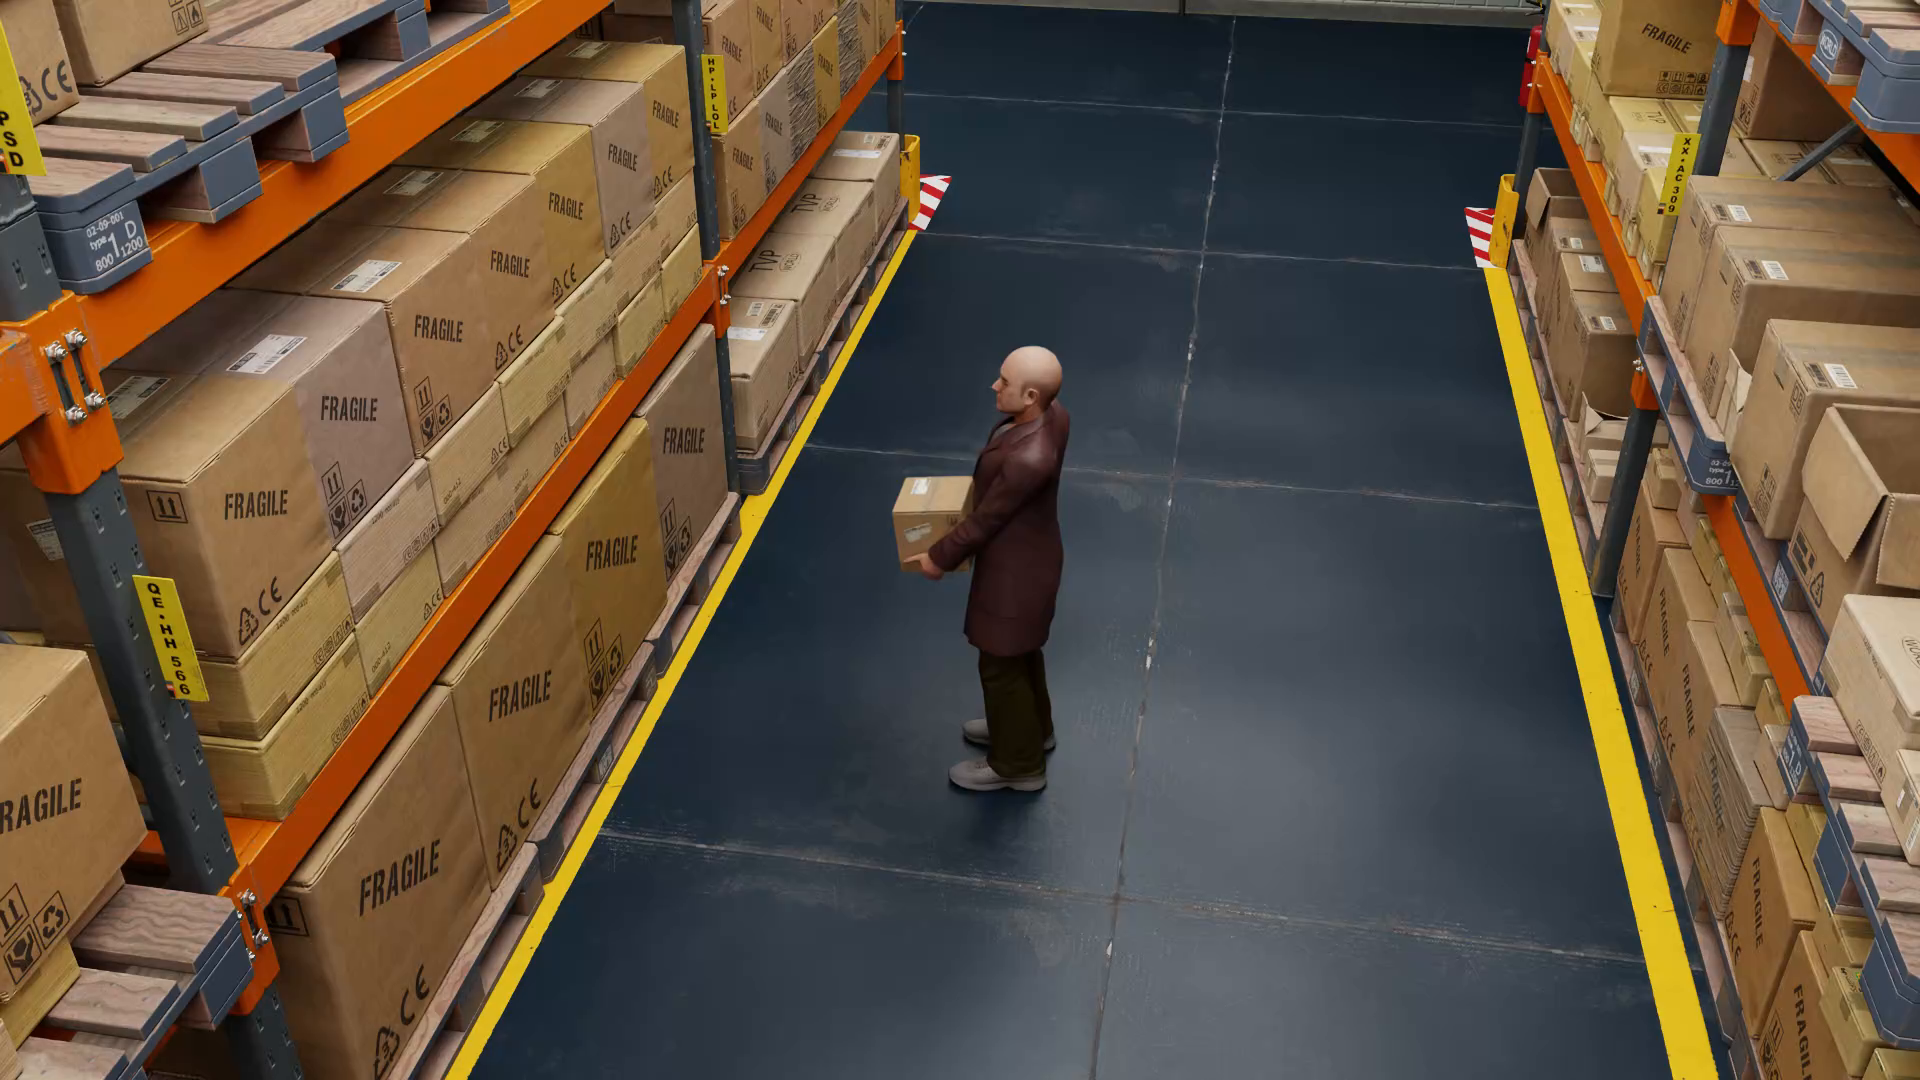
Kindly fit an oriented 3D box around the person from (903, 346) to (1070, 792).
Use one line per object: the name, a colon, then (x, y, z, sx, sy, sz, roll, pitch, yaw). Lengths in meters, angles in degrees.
person: (0.091, 0.103, 5.990, 0.552, 1.778, 0.524, 5, 32, 8)
